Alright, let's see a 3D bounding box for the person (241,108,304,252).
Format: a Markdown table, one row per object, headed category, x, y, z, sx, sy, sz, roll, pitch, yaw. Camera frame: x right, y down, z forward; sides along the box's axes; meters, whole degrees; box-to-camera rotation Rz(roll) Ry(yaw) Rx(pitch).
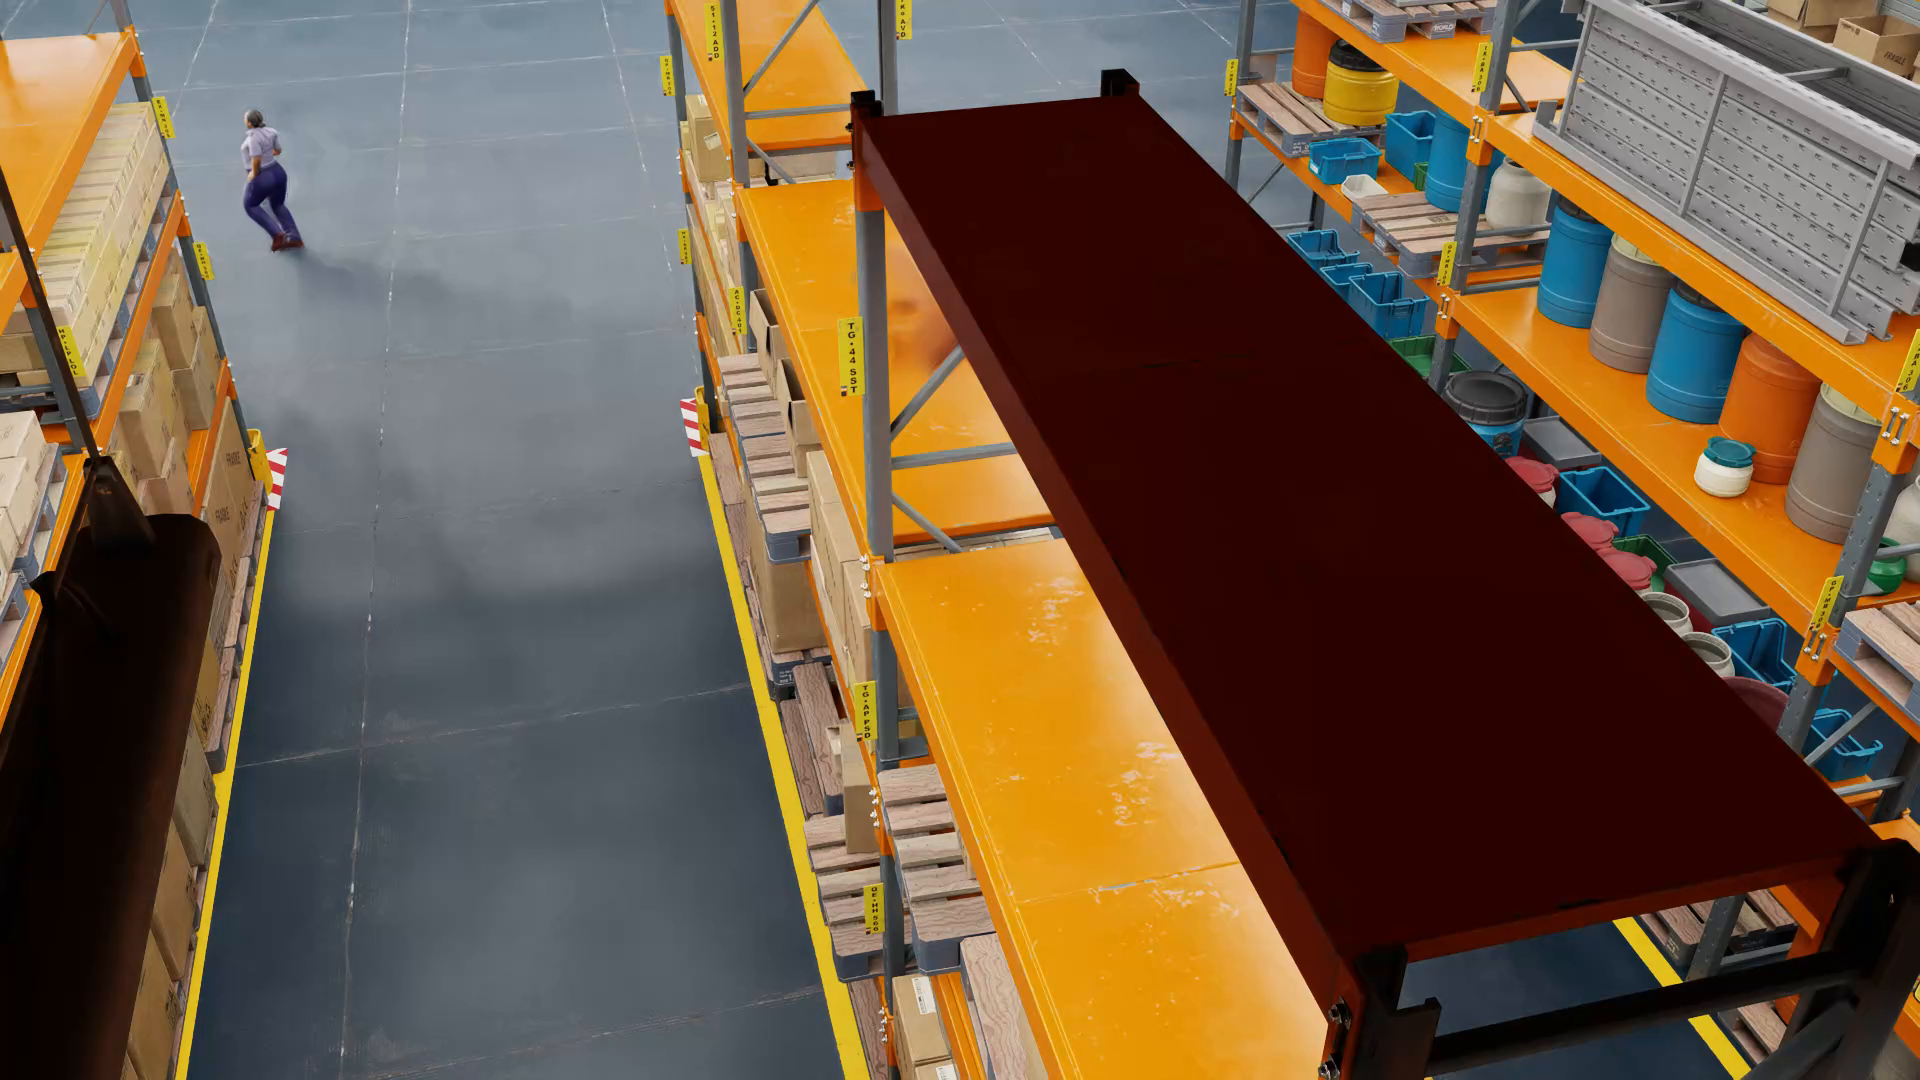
| category | x | y | z | sx | sy | sz | roll | pitch | yaw |
| --- | --- | --- | --- | --- | --- | --- | --- | --- | --- |
| person | -7.766 | -4.000 | 18.522 | 0.603 | 1.614 | 0.588 | 13 | 37 | 19 |
